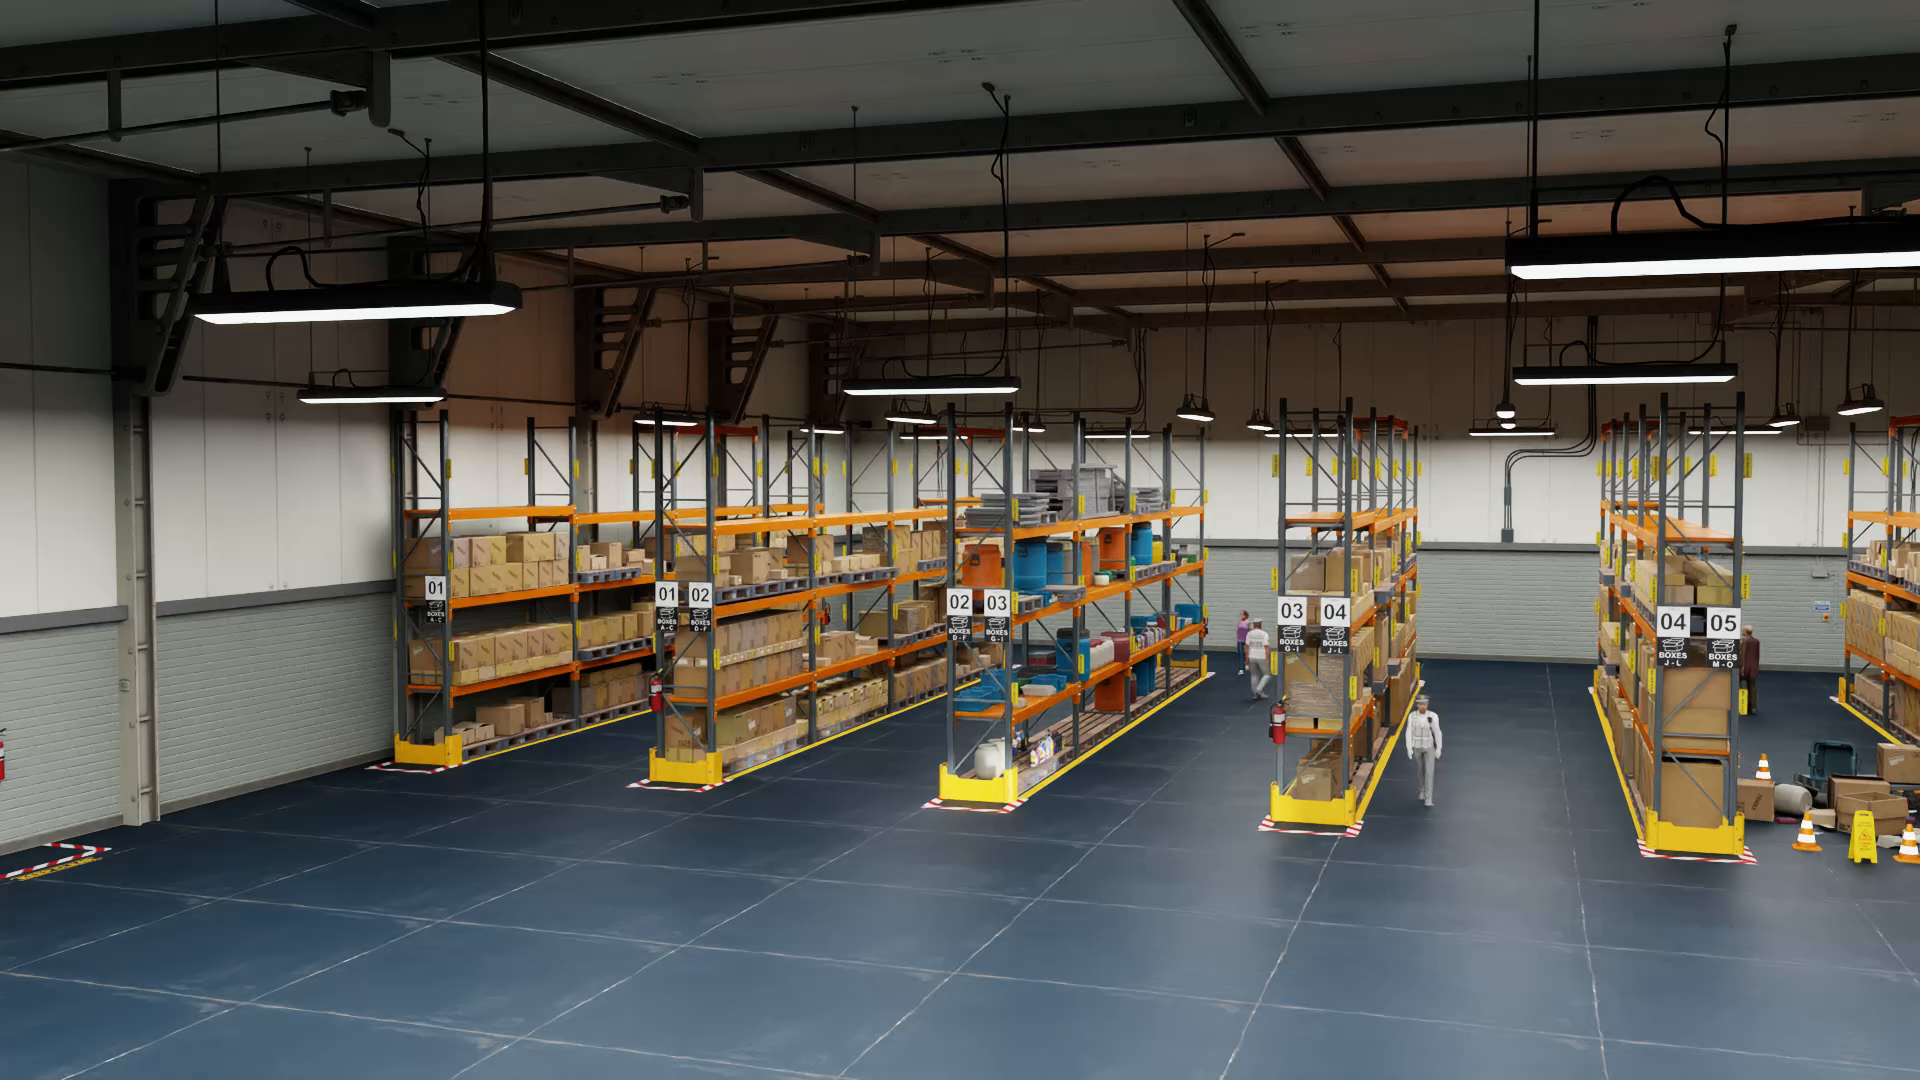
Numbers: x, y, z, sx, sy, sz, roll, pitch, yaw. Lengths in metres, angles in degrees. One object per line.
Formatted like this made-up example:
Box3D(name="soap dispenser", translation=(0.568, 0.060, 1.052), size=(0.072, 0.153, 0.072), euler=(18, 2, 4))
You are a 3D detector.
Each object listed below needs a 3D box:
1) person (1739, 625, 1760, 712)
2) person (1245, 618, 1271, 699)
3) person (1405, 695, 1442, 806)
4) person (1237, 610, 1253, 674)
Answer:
Box3D(name="person", translation=(16.237, 2.648, 34.228), size=(0.577, 1.788, 0.580), euler=(0, 2, -2))
Box3D(name="person", translation=(6.463, 2.584, 36.079), size=(0.587, 1.754, 0.553), euler=(2, 3, 32))
Box3D(name="person", translation=(6.872, 3.103, 24.705), size=(0.505, 1.625, 0.990), euler=(1, 3, 26))
Box3D(name="person", translation=(6.956, 2.476, 40.581), size=(0.386, 1.534, 1.009), euler=(0, 2, 10))
